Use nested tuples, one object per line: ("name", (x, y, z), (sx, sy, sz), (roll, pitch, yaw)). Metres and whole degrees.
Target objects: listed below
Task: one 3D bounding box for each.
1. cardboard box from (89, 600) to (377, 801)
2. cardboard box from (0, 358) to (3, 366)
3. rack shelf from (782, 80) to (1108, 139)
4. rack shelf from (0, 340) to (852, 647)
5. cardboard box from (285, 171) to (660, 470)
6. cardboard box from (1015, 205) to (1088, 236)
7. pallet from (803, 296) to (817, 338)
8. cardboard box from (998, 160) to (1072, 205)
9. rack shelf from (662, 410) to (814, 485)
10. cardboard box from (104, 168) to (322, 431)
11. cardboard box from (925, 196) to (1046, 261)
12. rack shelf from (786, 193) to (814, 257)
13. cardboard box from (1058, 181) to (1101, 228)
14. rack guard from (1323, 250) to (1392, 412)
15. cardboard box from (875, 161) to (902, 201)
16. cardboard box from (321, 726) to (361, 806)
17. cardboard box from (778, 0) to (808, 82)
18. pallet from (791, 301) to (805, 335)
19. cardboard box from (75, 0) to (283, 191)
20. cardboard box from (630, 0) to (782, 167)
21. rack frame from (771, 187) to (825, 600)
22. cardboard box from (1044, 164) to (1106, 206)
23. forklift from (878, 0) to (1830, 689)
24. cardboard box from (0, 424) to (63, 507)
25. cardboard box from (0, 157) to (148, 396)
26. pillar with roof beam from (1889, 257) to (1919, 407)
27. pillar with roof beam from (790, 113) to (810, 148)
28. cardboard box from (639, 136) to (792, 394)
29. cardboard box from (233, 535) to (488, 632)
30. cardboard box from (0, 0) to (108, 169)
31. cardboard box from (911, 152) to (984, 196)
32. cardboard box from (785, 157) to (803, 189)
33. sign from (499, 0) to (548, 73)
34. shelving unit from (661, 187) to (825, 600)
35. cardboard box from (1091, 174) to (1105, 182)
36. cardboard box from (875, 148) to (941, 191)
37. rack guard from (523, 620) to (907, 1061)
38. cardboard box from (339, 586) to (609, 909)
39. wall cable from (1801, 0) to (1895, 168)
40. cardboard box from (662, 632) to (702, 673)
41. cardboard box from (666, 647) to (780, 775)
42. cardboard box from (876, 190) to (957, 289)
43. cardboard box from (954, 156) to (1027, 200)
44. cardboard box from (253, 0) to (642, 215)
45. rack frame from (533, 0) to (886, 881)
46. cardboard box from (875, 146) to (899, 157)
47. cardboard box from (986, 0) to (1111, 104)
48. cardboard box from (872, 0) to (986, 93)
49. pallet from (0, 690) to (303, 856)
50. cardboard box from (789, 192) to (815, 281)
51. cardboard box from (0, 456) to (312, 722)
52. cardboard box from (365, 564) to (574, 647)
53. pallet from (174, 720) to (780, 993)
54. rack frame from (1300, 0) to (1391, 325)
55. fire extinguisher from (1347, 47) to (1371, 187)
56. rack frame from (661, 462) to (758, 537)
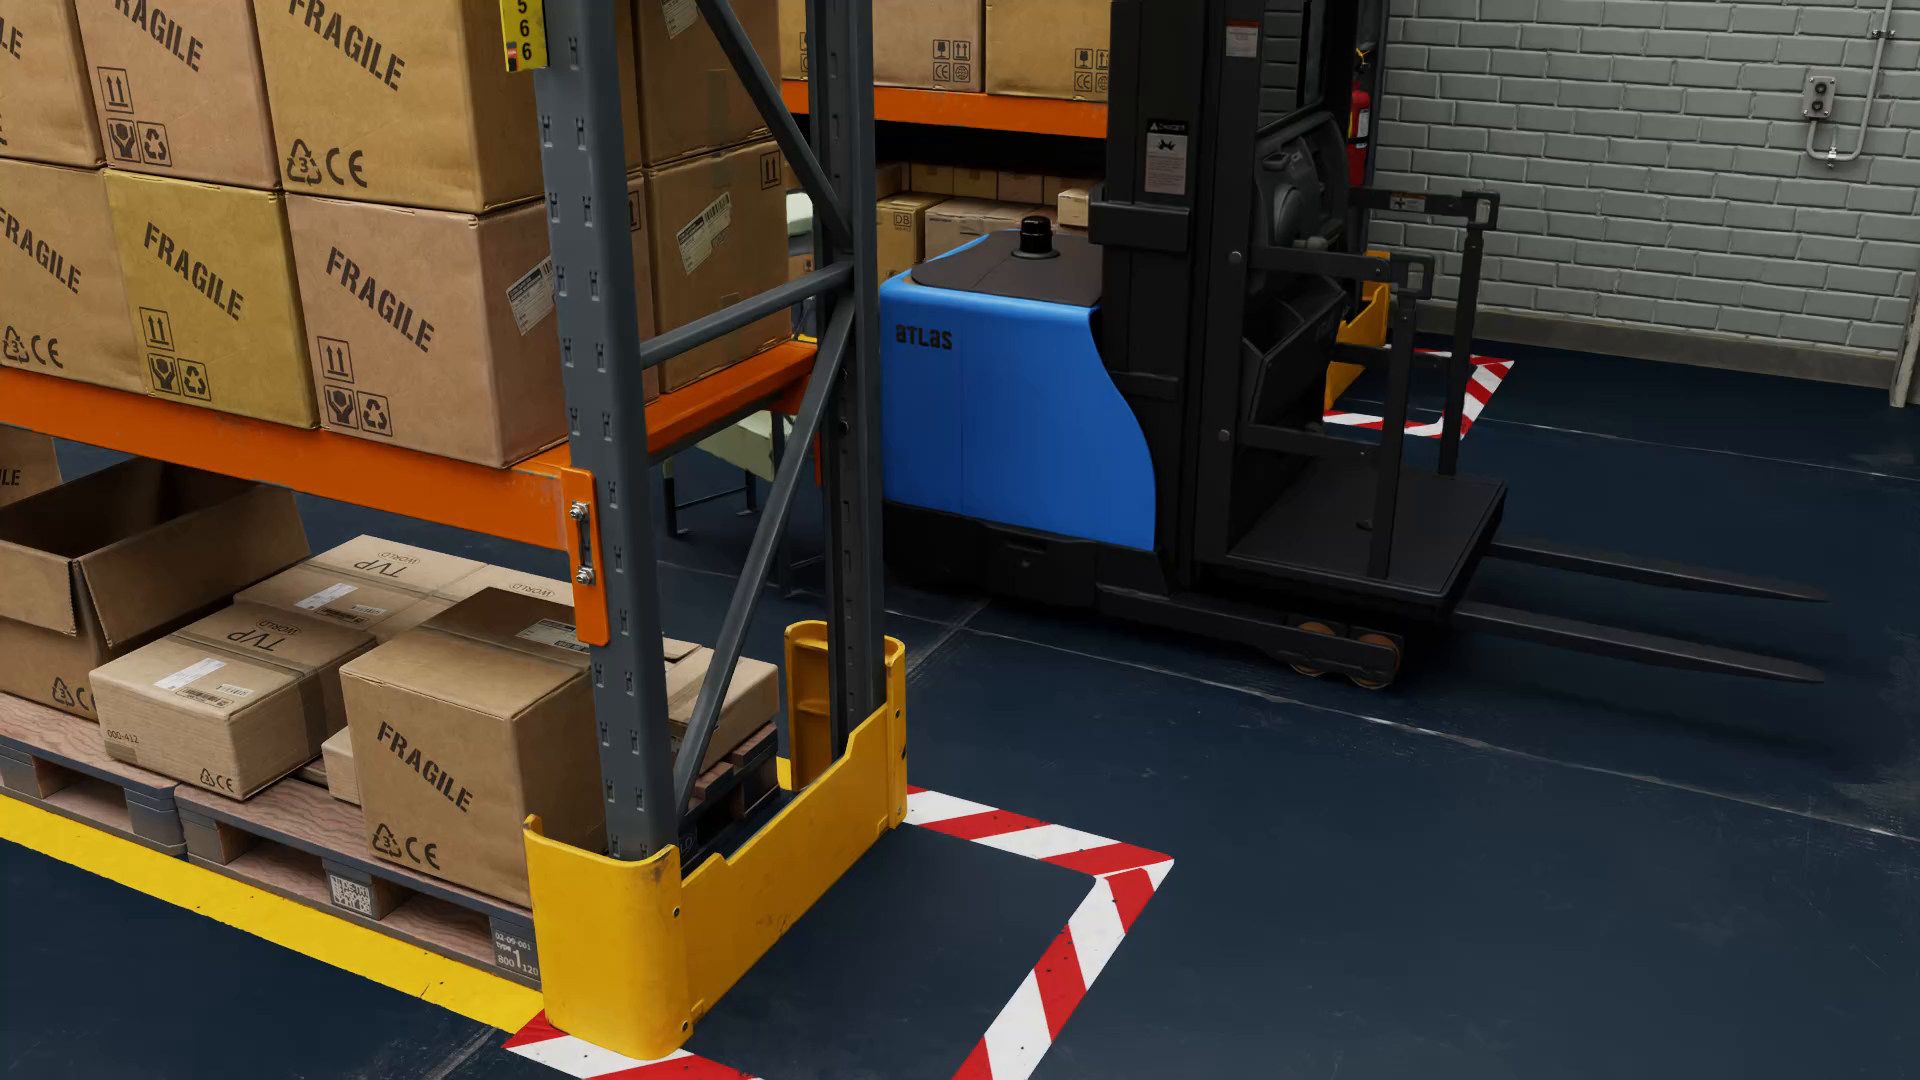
("cardboard box", (-1.900, 0.409, 4.406), (0.500, 0.250, 0.500), (11, 25, 25))
("cardboard box", (-2.349, -0.765, 4.087), (0.500, 0.500, 0.500), (11, 25, 24))
("rack shelf", (-0.023, -2.218, 8.552), (4.000, 0.370, 1.077), (11, 25, 25))
("rack shelf", (-2.255, -0.487, 4.482), (4.000, 0.370, 1.077), (11, 25, 25))
("cardboard box", (-0.992, -0.495, 3.454), (0.500, 0.500, 0.500), (12, 26, 26))
("cardboard box", (0.646, -1.416, 8.404), (0.500, 0.500, 0.700), (11, 25, 24))
("pallet", (-0.072, -1.242, 8.902), (1.213, 0.211, 1.003), (11, 25, 25))
("cardboard box", (0.391, -1.852, 8.601), (0.250, 0.149, 0.380), (12, 26, 25))
("rack shelf", (-0.710, -0.346, 5.981), (0.431, 0.370, 0.720), (-19, 29, -37))
("cardboard box", (-1.457, -0.586, 3.667), (0.500, 0.500, 0.500), (11, 26, 25))
("cardboard box", (0.196, -1.505, 8.612), (0.500, 0.500, 0.700), (10, 25, 23))
("rack shelf", (-0.710, -1.005, 5.700), (0.431, 0.370, 0.720), (-19, 29, -37))
("cardboard box", (0.667, -1.630, 8.079), (0.250, 0.149, 0.380), (12, 26, 26))
("rack guard", (1.783, -1.041, 8.060), (0.348, 0.500, 1.175), (11, 25, 25))
("cardboard box", (-0.497, -1.860, 8.618), (0.250, 0.149, 0.380), (10, 25, 23))
("cardboard box", (-1.387, 0.523, 4.245), (0.250, 0.166, 0.380), (11, 25, 25))
("cardboard box", (-0.682, -2.808, 8.637), (0.700, 0.700, 0.980), (11, 25, 23))
("pallet", (-1.164, -1.457, 9.407), (1.213, 0.211, 1.003), (11, 25, 25))
("cardboard box", (-1.442, -1.043, 3.464), (0.500, 0.500, 0.500), (12, 26, 26))
("cardboard box", (-0.747, -1.142, 3.697), (0.500, 0.500, 0.500), (12, 26, 26))
("rack frame", (-0.469, -0.538, 5.599), (0.400, 1.500, 0.023), (-19, 29, -37))
("cardboard box", (0.618, -1.807, 8.496), (0.250, 0.149, 0.380), (11, 26, 25))
("forklift", (1.258, -1.123, 5.146), (3.031, 2.935, 1.130), (11, 25, 25))
("cardboard box", (-3.403, -0.222, 5.571), (0.500, 0.500, 0.500), (11, 25, 25))
("cardboard box", (-1.900, -0.676, 3.878), (0.500, 0.500, 0.500), (11, 26, 25))
("pillar with roof beam", (2.619, -3.279, 2.461), (0.400, 9.000, 9.100), (11, 25, 25))
("pillar with roof beam", (-2.735, -4.338, 4.952), (0.400, 9.000, 9.100), (11, 25, 25))
("cardboard box", (-0.747, -0.682, 3.892), (0.500, 0.500, 0.500), (12, 26, 26))
("cardboard box", (-1.719, 0.226, 4.837), (0.500, 0.250, 0.500), (11, 25, 25))
("cardboard box", (-1.907, -1.133, 3.675), (0.500, 0.500, 0.500), (12, 26, 26))
("cardboard box", (-0.064, -1.942, 8.812), (0.250, 0.149, 0.380), (11, 25, 24))
("cardboard box", (-0.963, -1.952, 8.835), (0.250, 0.149, 0.380), (12, 26, 26))
("sign", (-0.738, -0.953, 2.775), (0.005, 0.325, 0.100), (11, 25, 25))
("shelving unit", (-0.710, -0.646, 5.853), (0.431, 1.500, 0.755), (-19, 29, -37))
("cardboard box", (0.842, -1.763, 8.391), (0.250, 0.149, 0.380), (11, 26, 25))
("cardboard box", (-0.295, -1.987, 8.919), (0.250, 0.149, 0.380), (11, 26, 25))
("rack guard", (-0.538, 0.672, 4.032), (0.348, 0.500, 1.175), (11, 25, 25))
("cardboard box", (-1.066, 0.473, 3.938), (0.500, 0.500, 0.500), (11, 25, 25))
("wall cable", (3.332, -2.768, 7.627), (1.851, 1.984, 0.084), (11, 25, 25))
("cardboard box", (-0.911, 0.398, 4.539), (0.250, 0.166, 0.380), (11, 25, 25))
("cardboard box", (-0.688, 0.450, 4.439), (0.250, 0.149, 0.380), (11, 25, 25))
("cardboard box", (-0.283, -1.596, 8.828), (0.500, 0.500, 0.700), (12, 26, 26))
("cardboard box", (0.162, -1.897, 8.707), (0.250, 0.149, 0.380), (11, 26, 25))
("cardboard box", (-0.991, -0.954, 3.255), (0.500, 0.500, 0.500), (11, 25, 24))
("rack frame", (-0.470, -0.465, 3.511), (0.127, 3.000, 1.000), (11, 25, 25))
("cardboard box", (-0.520, -2.032, 9.024), (0.250, 0.149, 0.380), (10, 25, 23))
("cardboard box", (0.648, -2.545, 8.019), (0.700, 0.700, 0.980), (11, 25, 24))
("cardboard box", (-0.028, -2.683, 8.343), (0.700, 0.700, 0.980), (10, 25, 22))
("pallet", (-2.334, 0.448, 4.926), (1.213, 0.211, 1.003), (11, 25, 25))
("cardboard box", (-0.740, -1.688, 9.043), (0.500, 0.500, 0.700), (11, 25, 24))
("cardboard box", (-2.360, 0.105, 4.799), (0.637, 0.503, 0.797), (11, 25, 25))
("cardboard box", (-1.273, 0.314, 4.629), (0.500, 0.250, 0.500), (11, 25, 25))
("pallet", (-1.249, 0.664, 4.419), (1.213, 0.211, 1.003), (11, 25, 25))
("rack frame", (1.762, -2.196, 7.581), (0.127, 3.000, 1.000), (11, 25, 25))
("fire extinguisher", (1.688, -1.801, 7.227), (0.183, 0.674, 0.296), (11, 25, 25))
("rack frame", (-0.951, -0.754, 6.107), (0.400, 1.500, 0.023), (-19, 29, -37))
